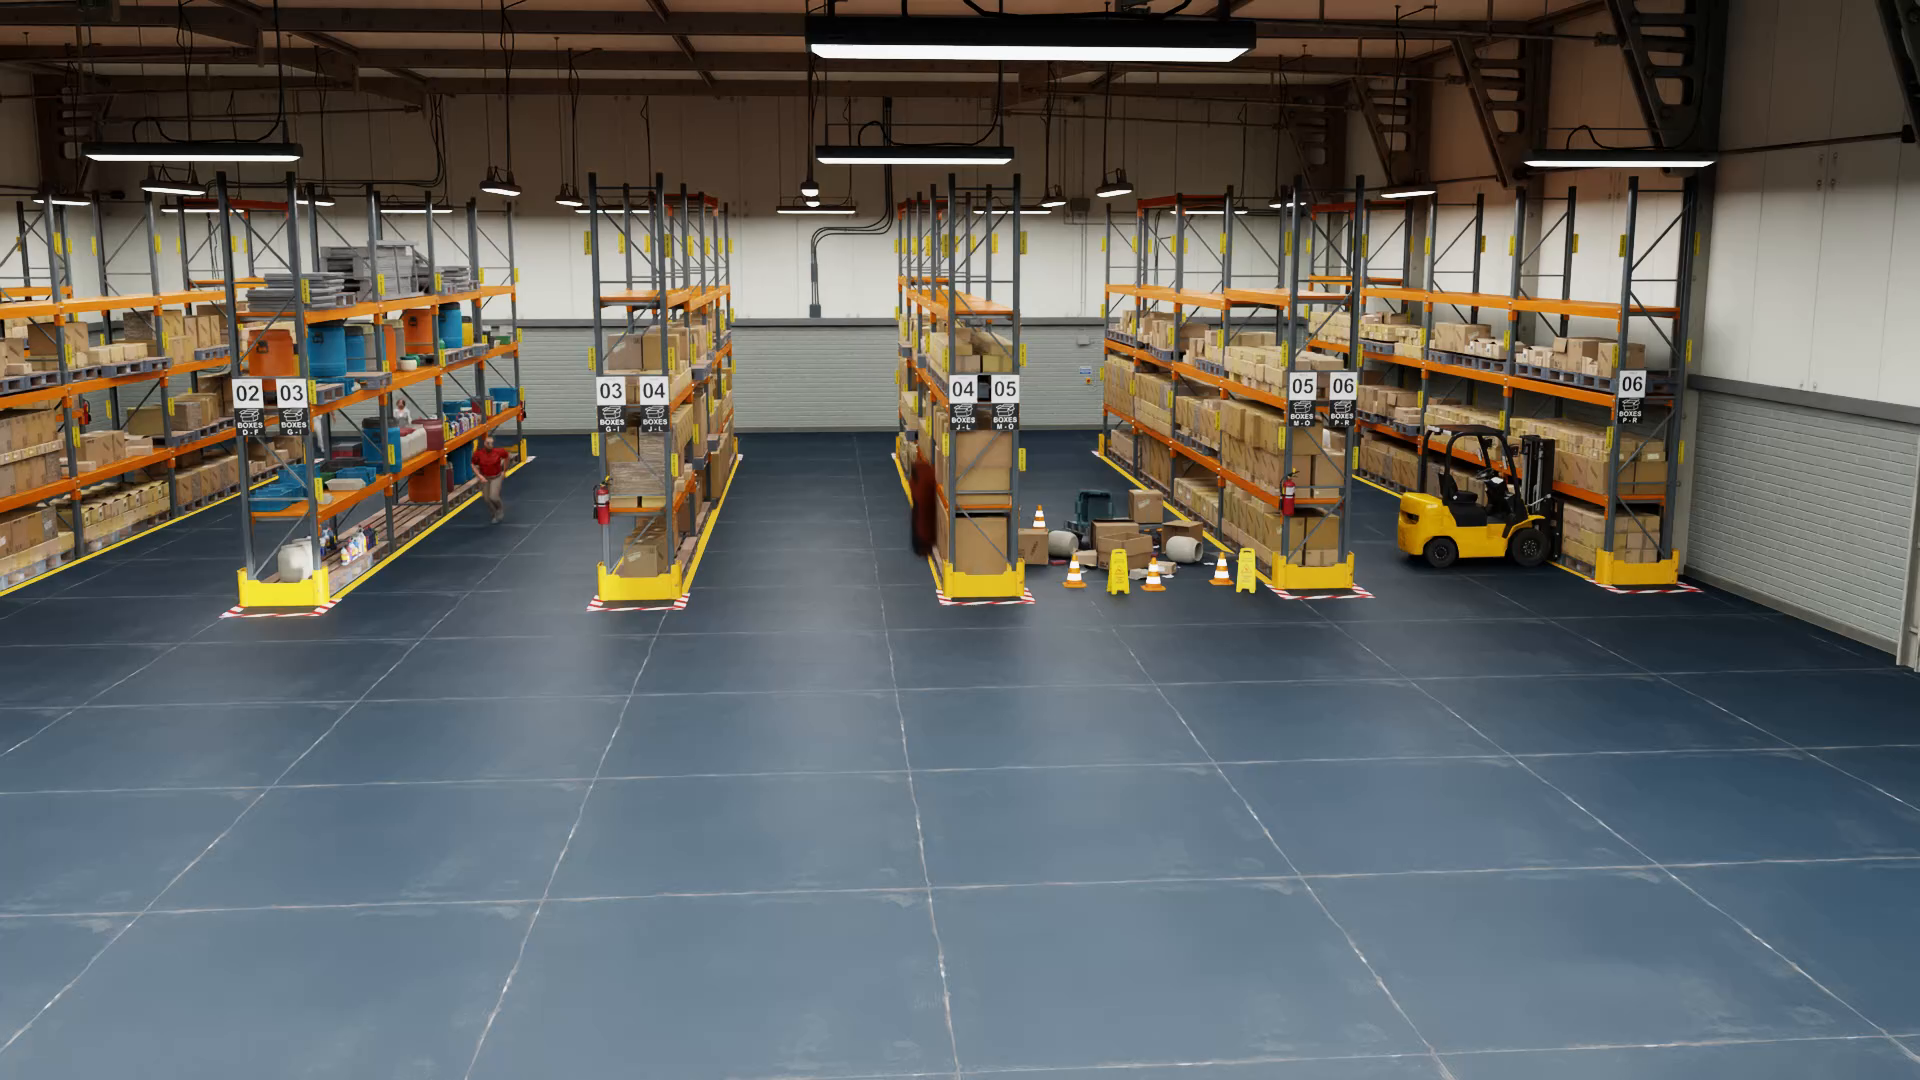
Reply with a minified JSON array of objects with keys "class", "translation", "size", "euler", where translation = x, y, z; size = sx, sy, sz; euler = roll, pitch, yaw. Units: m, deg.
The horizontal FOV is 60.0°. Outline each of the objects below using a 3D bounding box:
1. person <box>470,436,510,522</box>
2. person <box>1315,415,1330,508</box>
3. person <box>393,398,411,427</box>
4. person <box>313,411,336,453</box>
[{"class":"person","translation":[-8.527,-1.100,30.274],"size":[0.618,1.628,0.728],"euler":[1,10,5]},{"class":"person","translation":[6.911,-1.516,32.147],"size":[0.638,1.779,0.531],"euler":[-6,12,-31]},{"class":"person","translation":[-12.835,-2.502,38.284],"size":[0.445,1.540,0.972],"euler":[-1,10,-6]},{"class":"person","translation":[-15.683,-3.023,40.791],"size":[0.608,1.699,1.121],"euler":[-8,13,-38]}]
